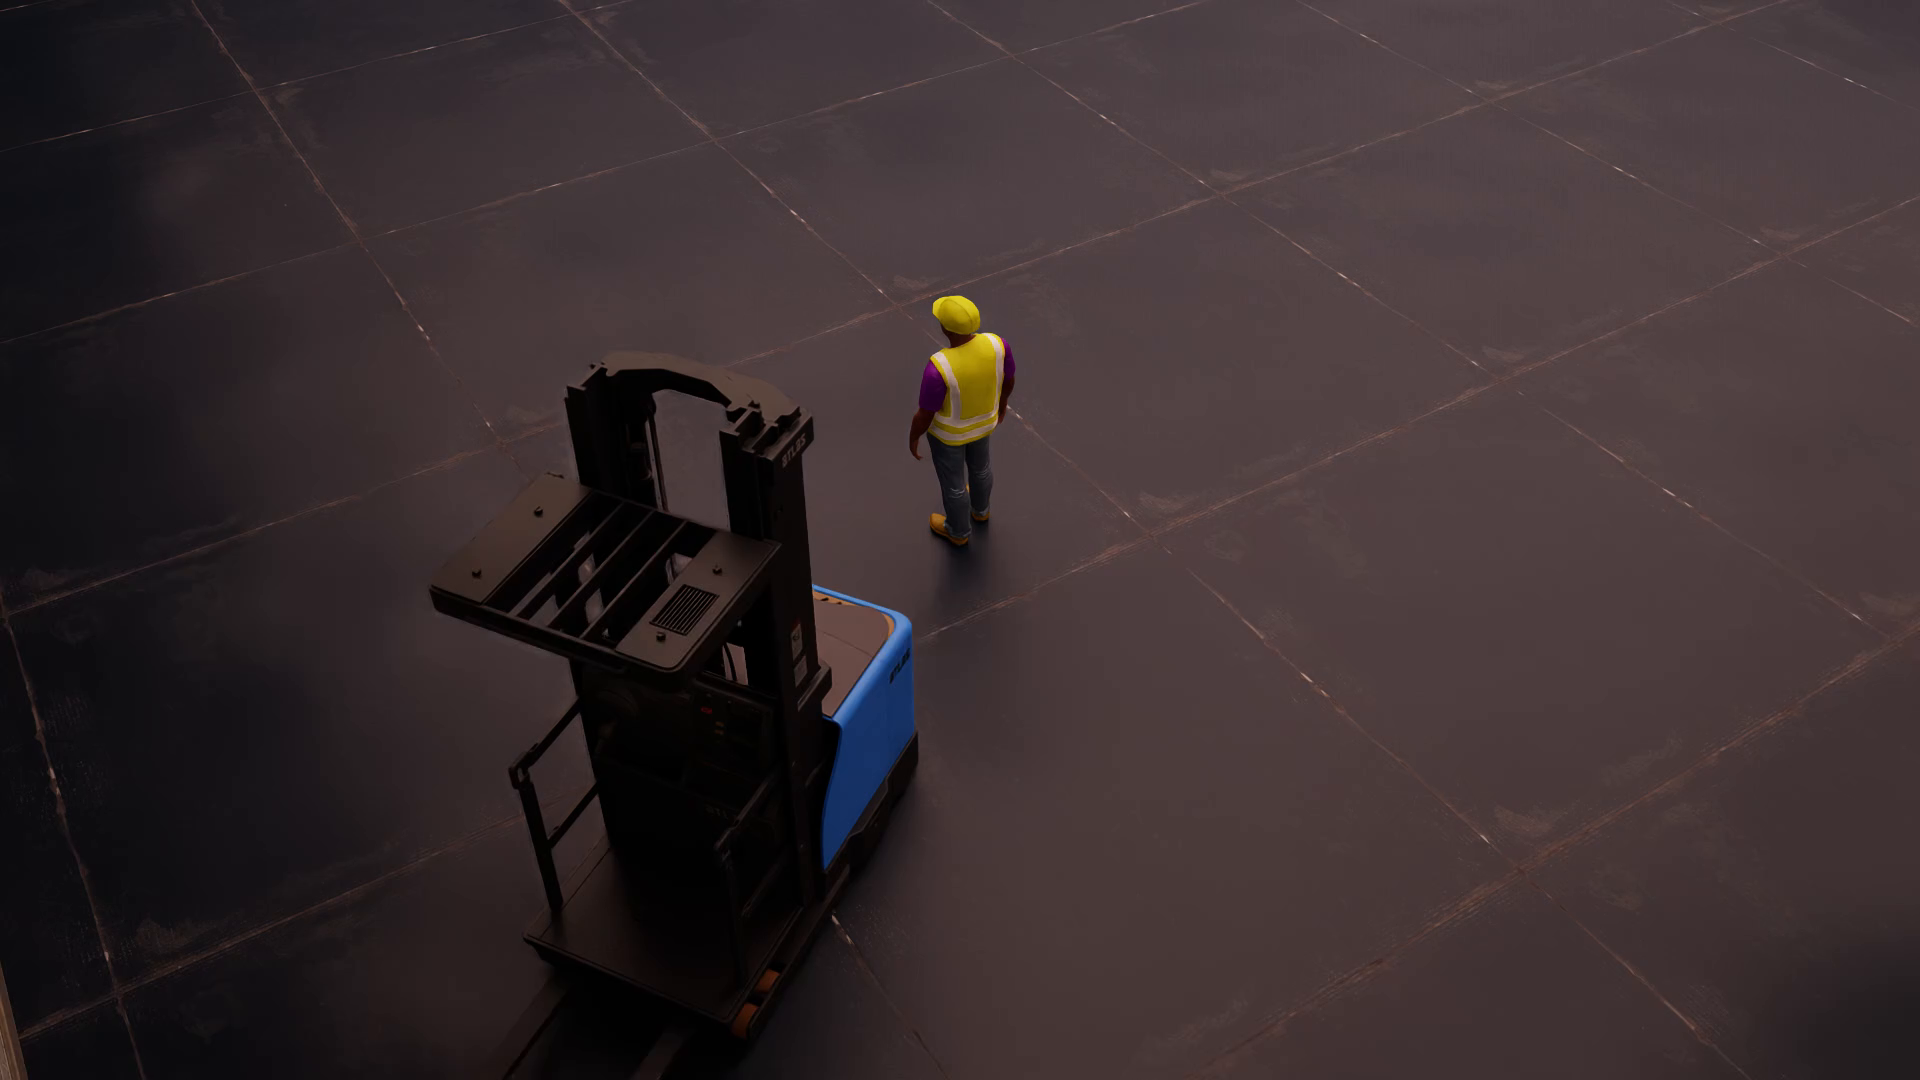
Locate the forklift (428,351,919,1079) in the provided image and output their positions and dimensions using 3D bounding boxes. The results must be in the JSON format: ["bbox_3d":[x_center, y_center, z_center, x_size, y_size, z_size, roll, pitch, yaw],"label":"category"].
[{"bbox_3d":[-1.292,0.820,6.933,1.130,2.935,3.031,17,44,18],"label":"forklift"}]

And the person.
[{"bbox_3d":[-0.032,-0.709,9.561,0.665,1.760,0.576,-23,46,-24],"label":"person"}]
